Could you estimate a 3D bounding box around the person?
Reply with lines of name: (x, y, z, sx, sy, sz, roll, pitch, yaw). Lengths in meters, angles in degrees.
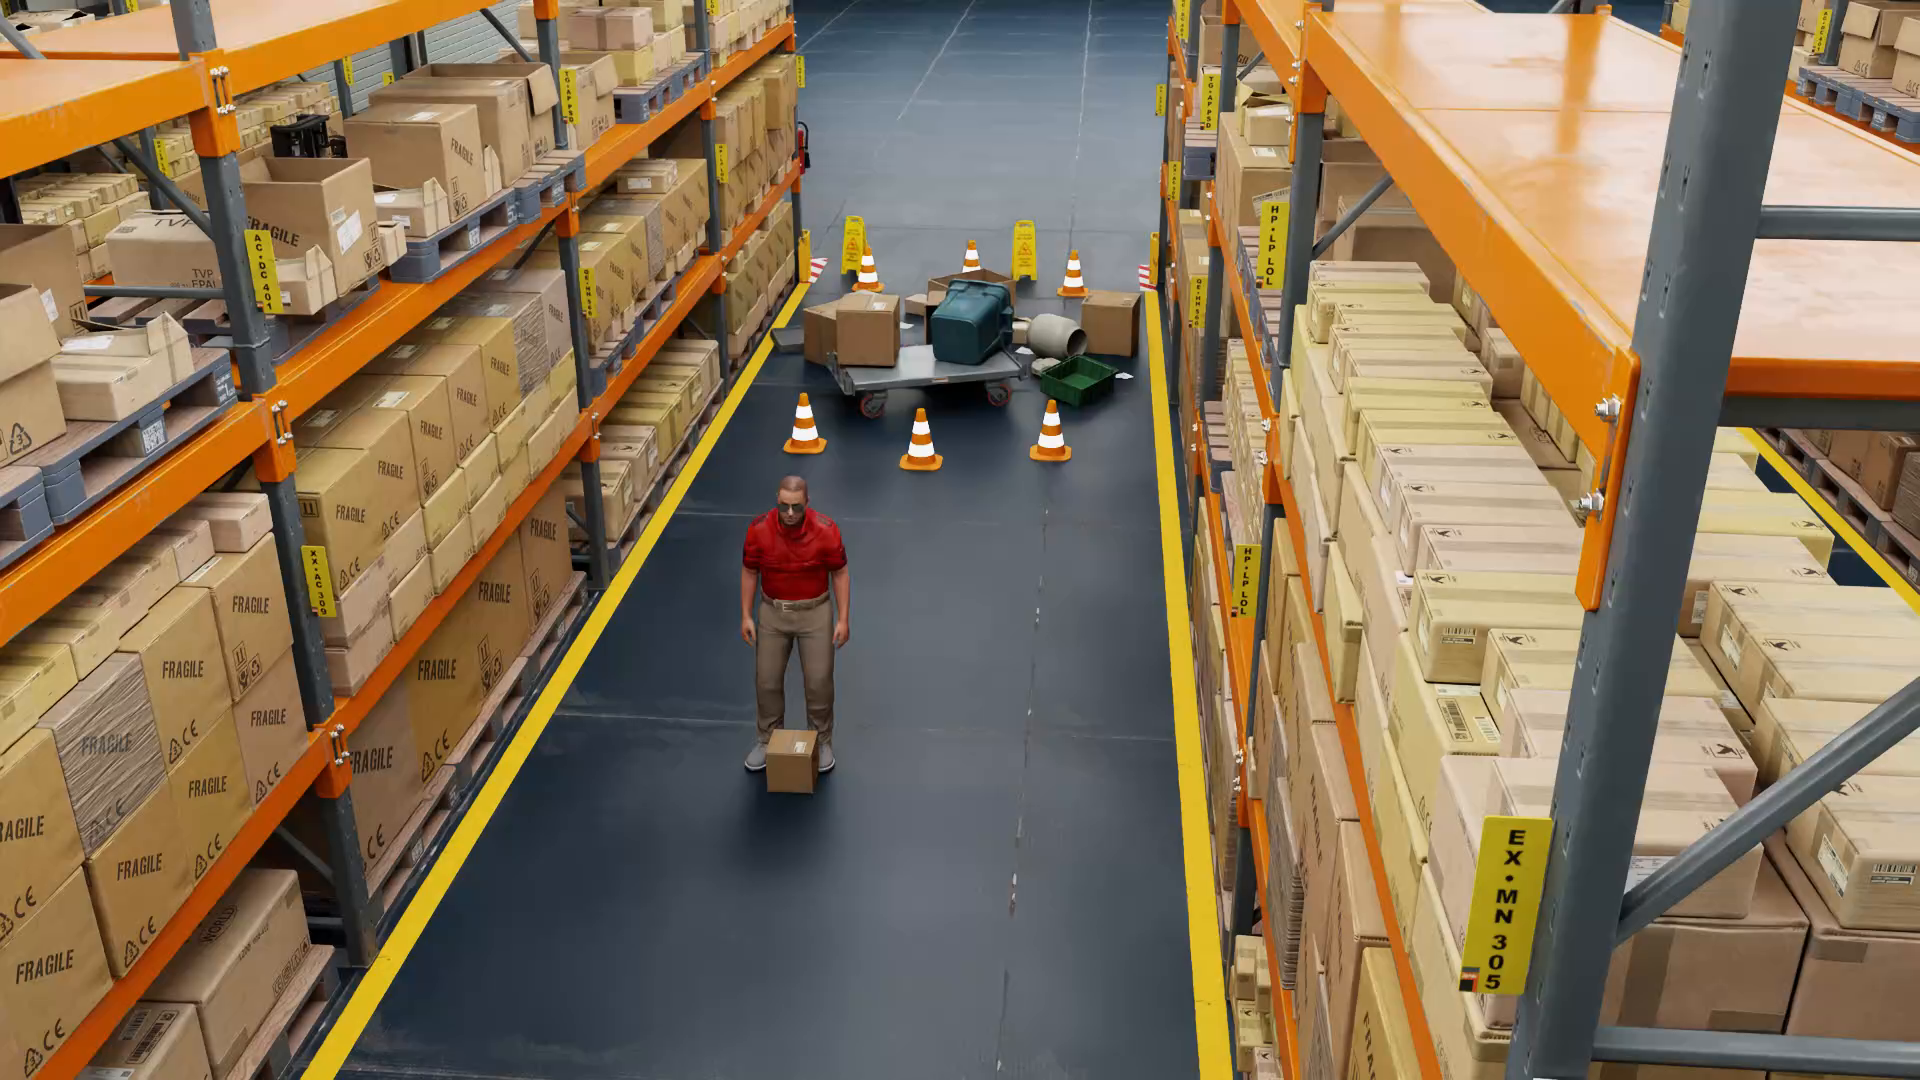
person: (-0.898, 0.437, 9.059, 0.603, 1.728, 0.380, 1, 24, 2)
